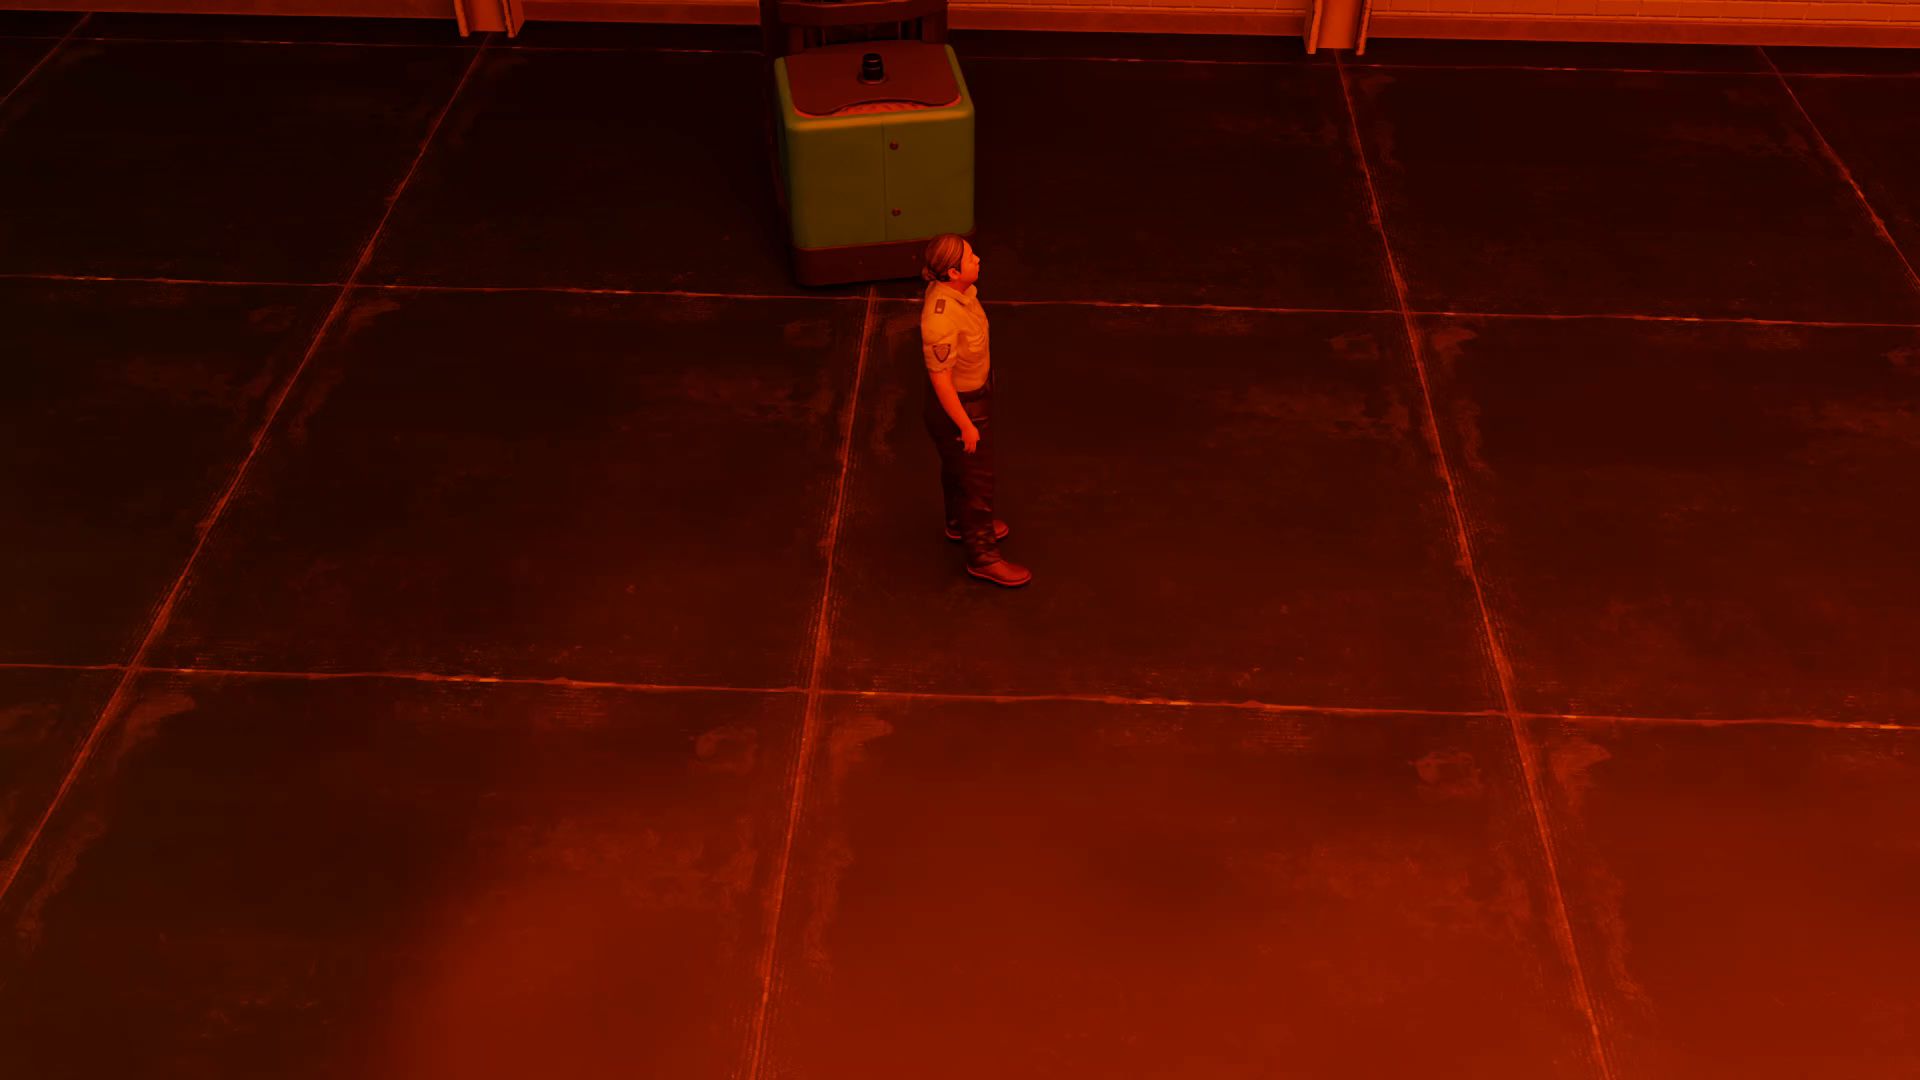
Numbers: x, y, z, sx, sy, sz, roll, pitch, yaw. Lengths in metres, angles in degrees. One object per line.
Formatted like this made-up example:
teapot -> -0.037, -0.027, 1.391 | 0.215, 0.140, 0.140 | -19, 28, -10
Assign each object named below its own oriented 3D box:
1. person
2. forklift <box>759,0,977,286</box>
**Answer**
person -> 0.088, -0.596, 7.336 | 0.503, 1.650, 0.599 | 2, 42, 2
forklift -> -0.656, -3.514, 9.592 | 1.130, 2.935, 3.031 | -6, 43, -7
